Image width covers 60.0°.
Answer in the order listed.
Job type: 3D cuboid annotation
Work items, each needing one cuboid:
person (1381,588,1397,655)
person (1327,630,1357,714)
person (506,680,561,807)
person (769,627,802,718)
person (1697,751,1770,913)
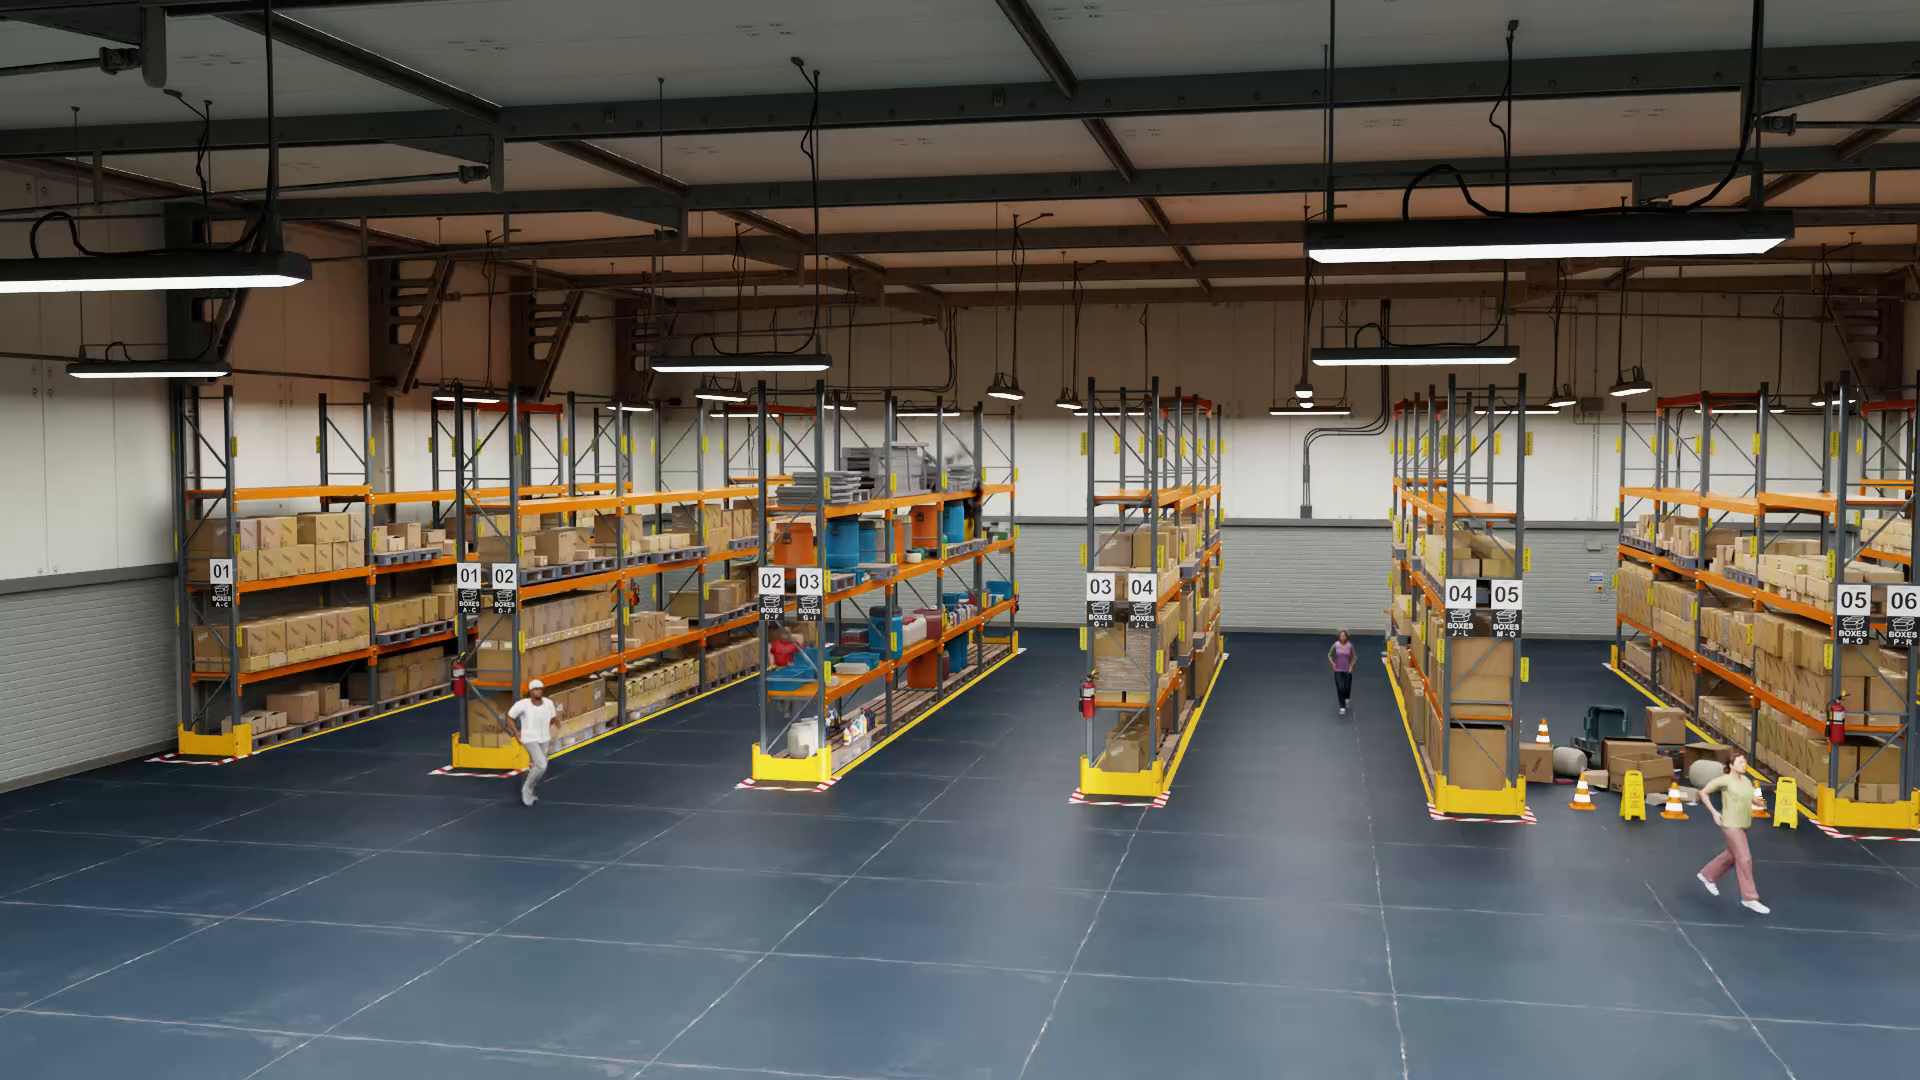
[{"bbox_3d":[10.365,1.932,39.746,0.565,1.689,0.901,1,3,9],"label":"person"},{"bbox_3d":[7.204,2.474,31.327,0.534,1.572,0.542,1,3,13],"label":"person"},{"bbox_3d":[-5.899,2.831,23.257,0.679,1.767,0.668,3,4,40],"label":"person"},{"bbox_3d":[-3.224,2.447,30.632,0.658,1.682,0.591,0,3,4],"label":"person"},{"bbox_3d":[8.426,3.123,18.083,0.577,1.663,0.947,-2,4,-29],"label":"person"}]
